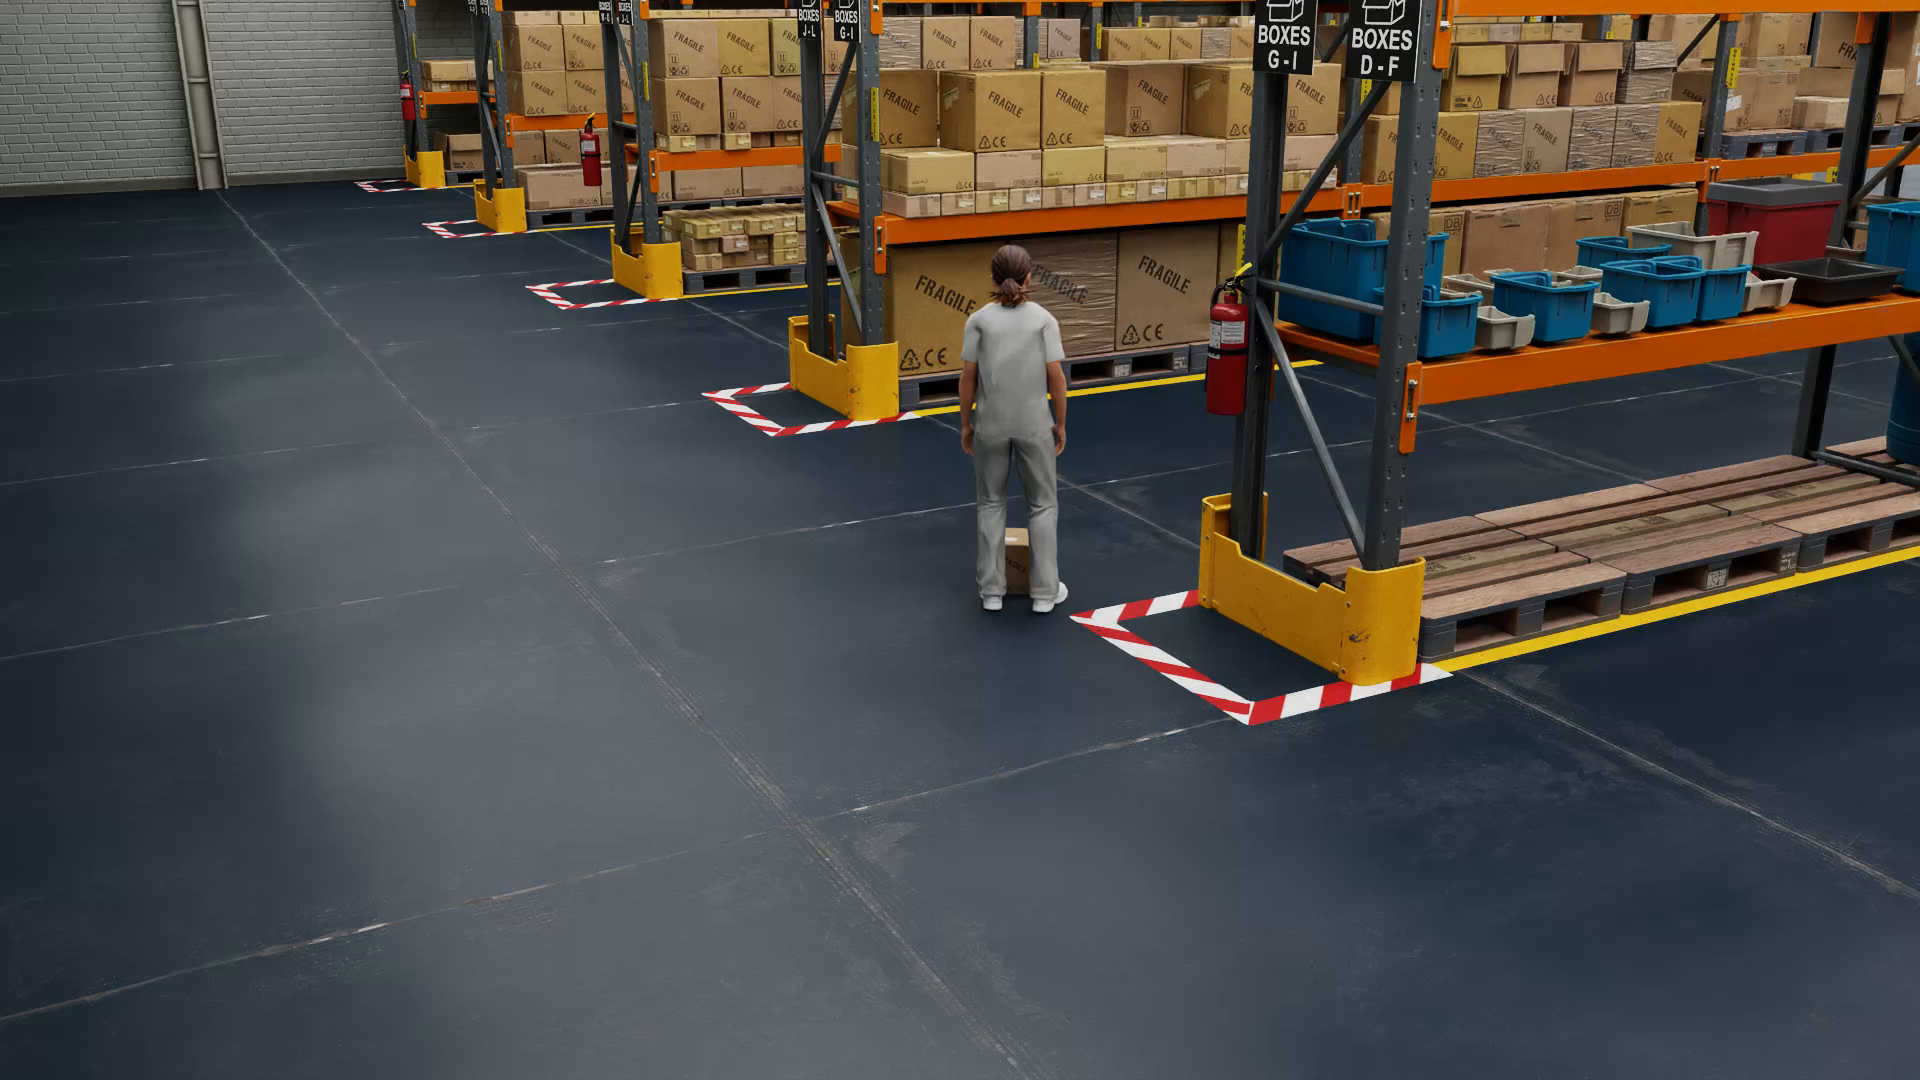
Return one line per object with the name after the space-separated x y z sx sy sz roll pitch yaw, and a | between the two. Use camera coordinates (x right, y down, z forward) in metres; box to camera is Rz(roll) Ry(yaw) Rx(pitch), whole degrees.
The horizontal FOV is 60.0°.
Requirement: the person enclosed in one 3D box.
0.248 -0.494 7.537 0.504 1.671 0.365 2 19 5 | person
